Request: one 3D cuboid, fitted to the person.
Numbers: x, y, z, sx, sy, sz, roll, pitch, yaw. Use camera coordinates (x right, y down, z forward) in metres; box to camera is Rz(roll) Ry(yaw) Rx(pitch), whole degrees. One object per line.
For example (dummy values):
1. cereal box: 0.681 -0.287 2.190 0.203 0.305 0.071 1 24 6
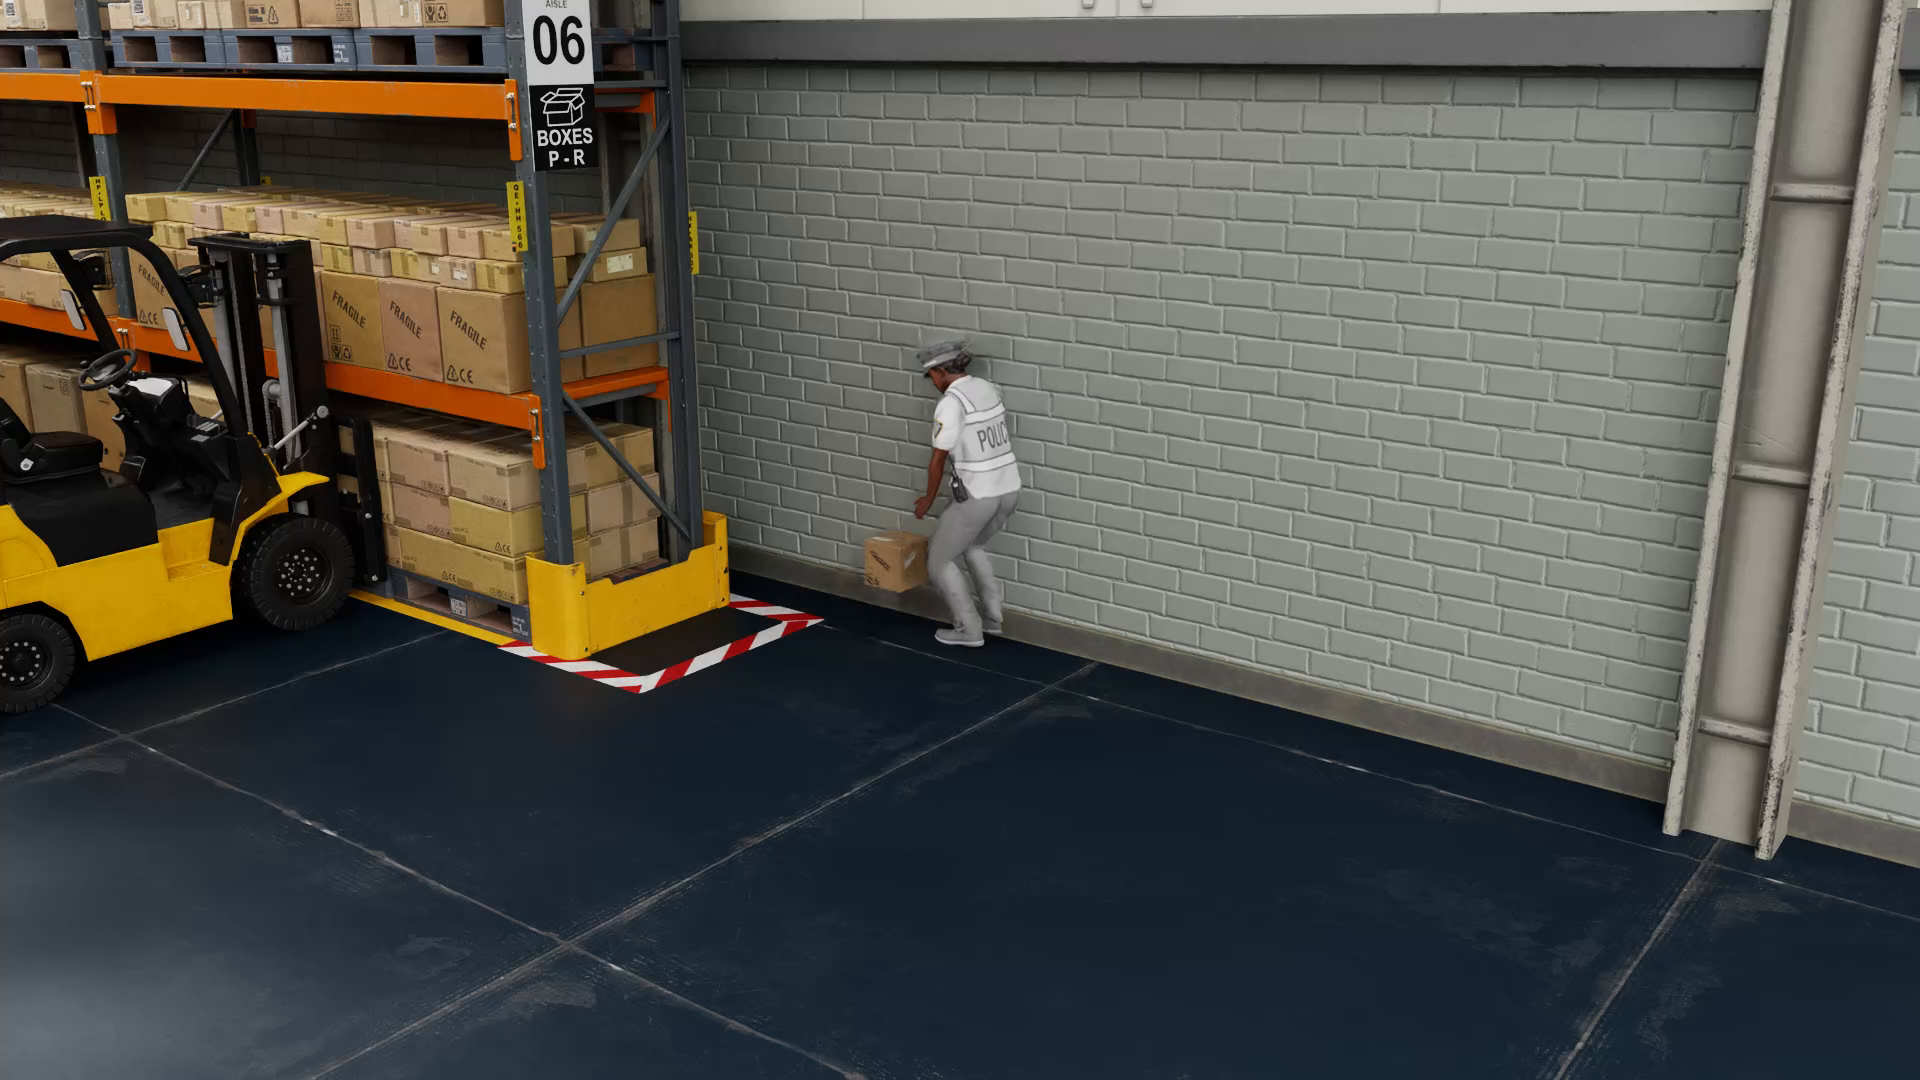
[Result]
1. person: 0.021 -0.231 8.507 0.540 1.564 0.476 13 21 36
